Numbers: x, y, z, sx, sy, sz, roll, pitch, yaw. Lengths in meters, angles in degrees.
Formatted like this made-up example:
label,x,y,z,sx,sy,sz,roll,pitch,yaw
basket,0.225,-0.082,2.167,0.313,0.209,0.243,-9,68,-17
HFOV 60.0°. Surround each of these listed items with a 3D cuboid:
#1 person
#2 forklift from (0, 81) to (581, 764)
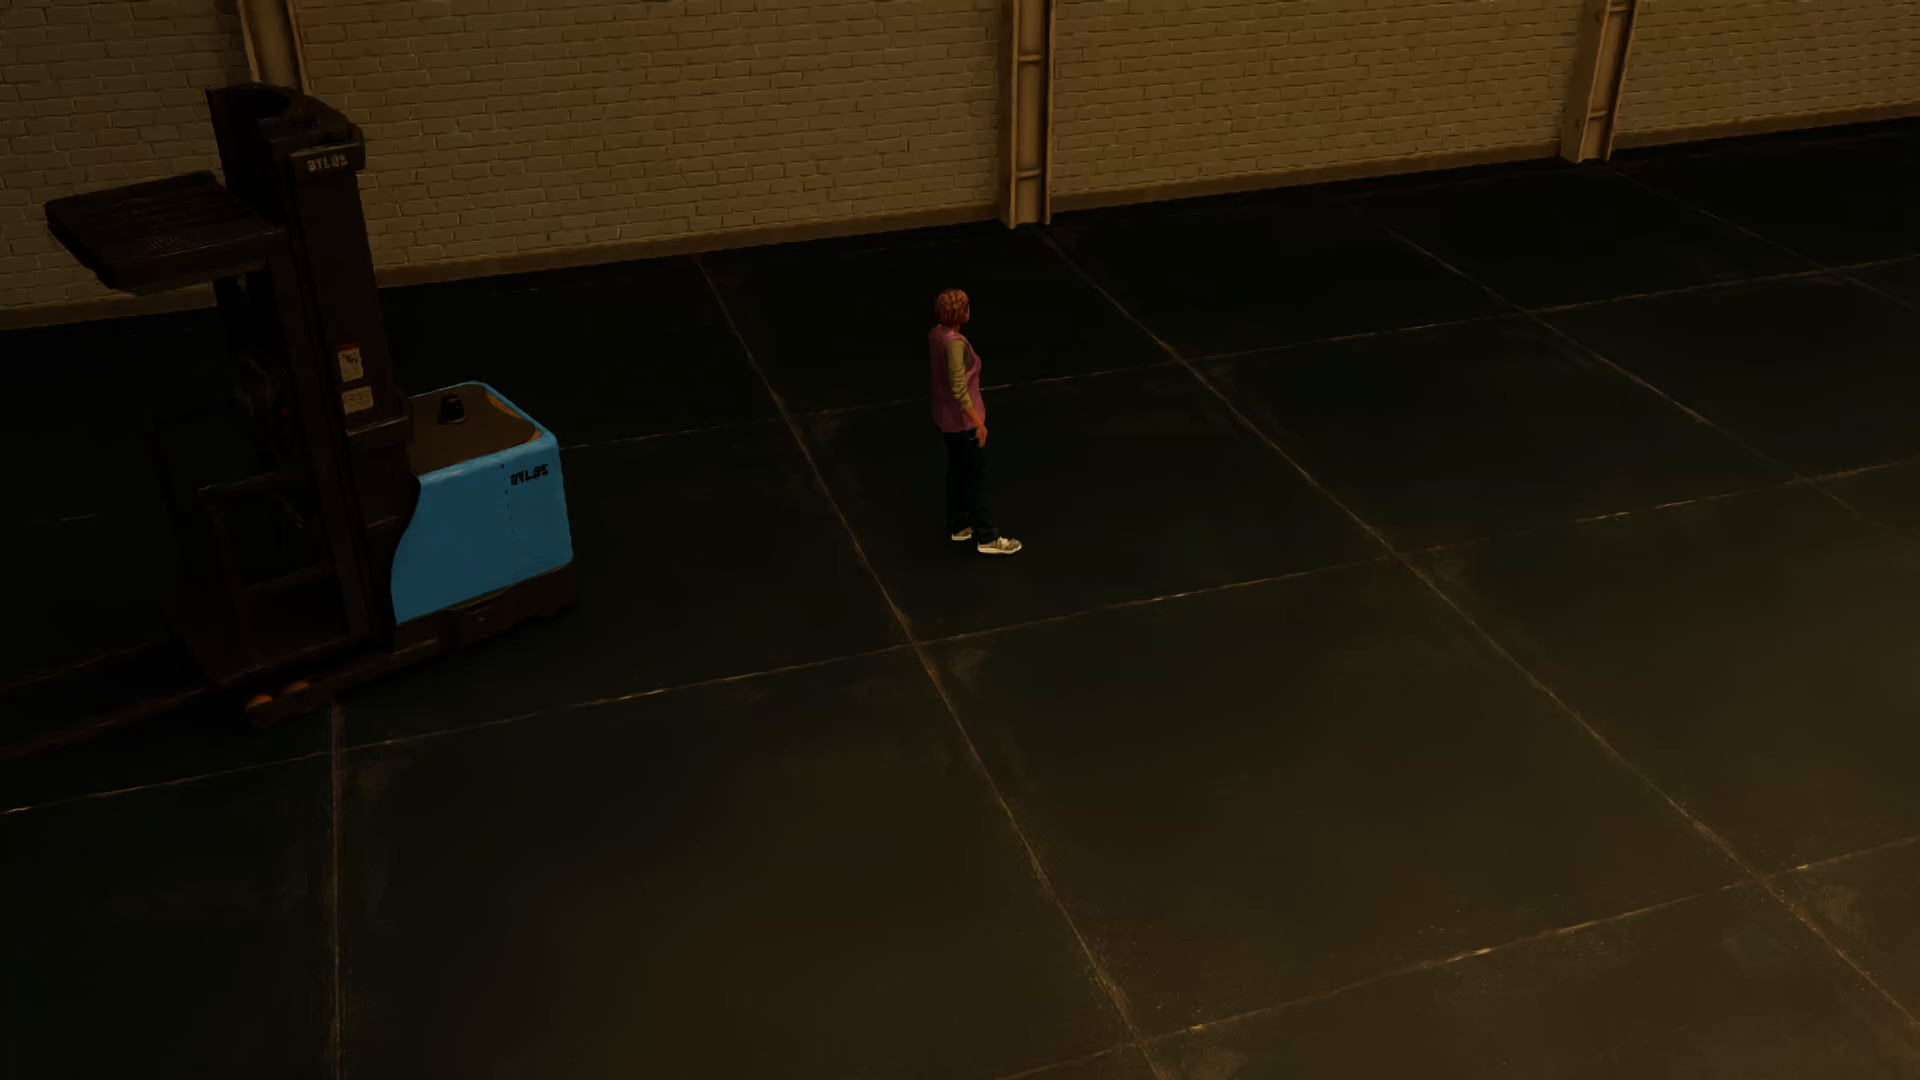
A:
label,x,y,z,sx,sy,sz,roll,pitch,yaw
person,0.075,-0.697,9.637,0.474,1.583,0.520,-10,31,-16
forklift,-3.598,-0.621,8.167,3.031,2.935,1.130,-22,36,-33
